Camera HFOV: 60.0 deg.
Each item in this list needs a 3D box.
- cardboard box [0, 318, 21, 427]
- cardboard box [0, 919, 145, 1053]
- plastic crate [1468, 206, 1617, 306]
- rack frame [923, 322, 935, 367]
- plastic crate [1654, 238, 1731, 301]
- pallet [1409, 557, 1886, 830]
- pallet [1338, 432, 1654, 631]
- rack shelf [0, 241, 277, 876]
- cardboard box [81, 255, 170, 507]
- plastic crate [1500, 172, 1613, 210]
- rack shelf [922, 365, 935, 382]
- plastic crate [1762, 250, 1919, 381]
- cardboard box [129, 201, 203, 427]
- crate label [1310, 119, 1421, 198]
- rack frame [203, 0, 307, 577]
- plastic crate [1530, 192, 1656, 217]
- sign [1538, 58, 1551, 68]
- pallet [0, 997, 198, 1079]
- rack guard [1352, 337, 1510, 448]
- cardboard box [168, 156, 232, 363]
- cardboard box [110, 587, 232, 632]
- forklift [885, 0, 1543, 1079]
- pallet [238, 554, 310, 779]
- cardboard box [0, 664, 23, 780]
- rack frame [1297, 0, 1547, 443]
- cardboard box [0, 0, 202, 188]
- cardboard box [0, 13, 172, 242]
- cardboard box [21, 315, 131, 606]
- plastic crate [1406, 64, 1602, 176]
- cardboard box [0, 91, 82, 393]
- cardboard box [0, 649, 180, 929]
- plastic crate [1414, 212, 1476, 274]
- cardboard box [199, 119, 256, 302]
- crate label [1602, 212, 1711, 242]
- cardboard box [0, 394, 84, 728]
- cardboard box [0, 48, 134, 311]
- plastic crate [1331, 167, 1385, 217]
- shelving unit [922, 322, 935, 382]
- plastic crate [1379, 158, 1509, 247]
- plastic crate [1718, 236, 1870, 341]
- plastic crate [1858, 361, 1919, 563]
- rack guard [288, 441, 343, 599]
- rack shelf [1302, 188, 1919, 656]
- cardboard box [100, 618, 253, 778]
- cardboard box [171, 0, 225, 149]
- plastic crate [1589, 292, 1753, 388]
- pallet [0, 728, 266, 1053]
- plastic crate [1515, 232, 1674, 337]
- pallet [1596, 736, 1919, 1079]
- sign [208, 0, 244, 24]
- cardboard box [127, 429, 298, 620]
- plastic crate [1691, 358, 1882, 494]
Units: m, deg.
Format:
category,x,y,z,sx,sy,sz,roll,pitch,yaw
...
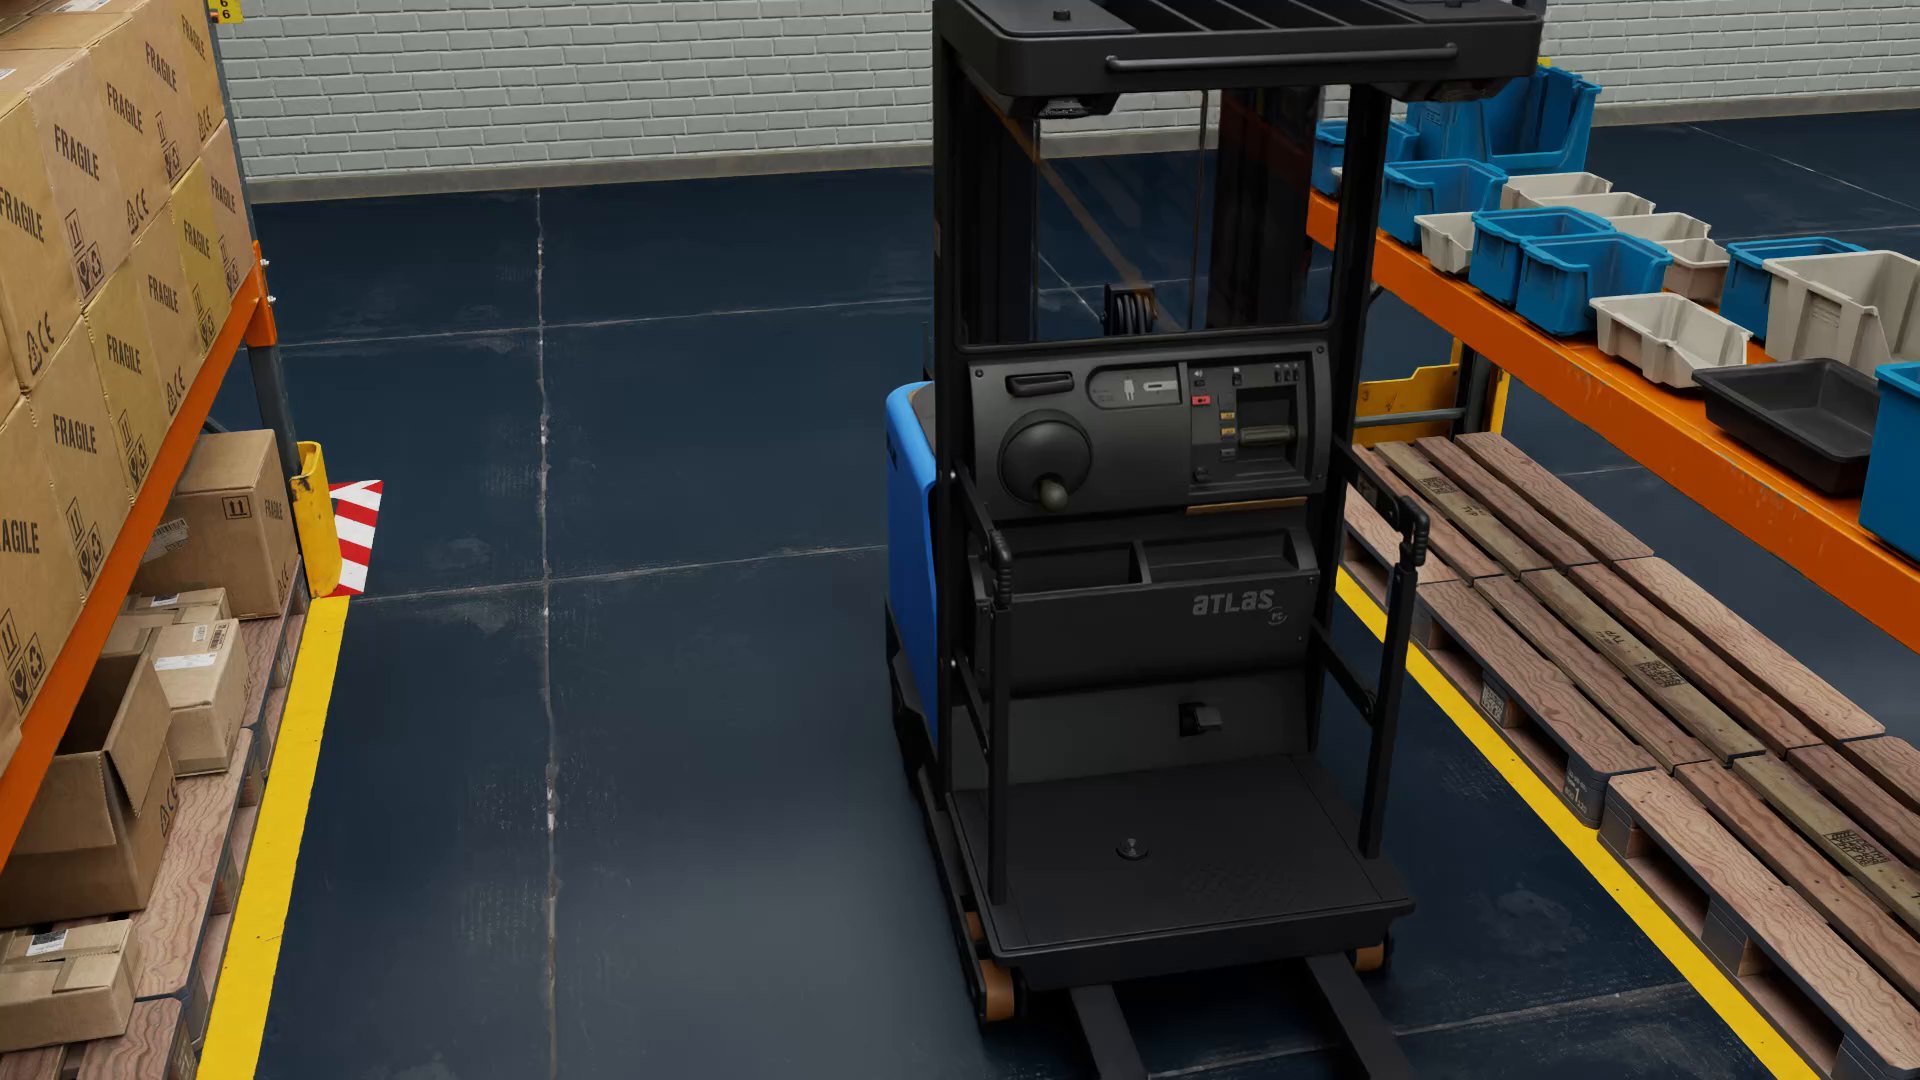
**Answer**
category,x,y,z,sx,sy,sz,roll,pitch,yaw
cardboard box,-2.051,-0.373,2.939,0.500,0.500,0.500,-7,28,-13
cardboard box,-2.190,1.064,3.970,0.380,0.166,0.250,-6,27,-12
plastic crate,1.855,-0.909,5.342,0.416,0.233,0.300,-6,27,-12
rack frame,-0.025,-0.450,6.643,0.240,0.900,0.006,-6,27,-12
plastic crate,2.406,-0.870,5.371,0.298,0.136,0.250,-6,27,-12
pallet,2.243,0.468,5.588,1.003,0.211,1.213,-6,27,-12
pallet,1.971,-0.066,6.647,1.003,0.211,1.213,-6,27,-12
rack shelf,-2.553,0.023,4.173,1.077,0.370,4.000,-6,27,-12
cardboard box,-2.296,-0.383,4.069,0.500,0.500,0.500,-6,27,-12
plastic crate,2.184,-1.247,6.117,0.396,0.136,0.243,-6,27,-12
rack shelf,-0.002,-0.617,6.448,0.258,0.077,0.200,-6,27,-12
plastic crate,2.560,-0.584,4.643,0.437,0.282,0.530,-6,27,-12
cardboard box,-2.410,-0.604,4.508,0.500,0.500,0.500,-6,27,-11
crate label,1.558,-1.487,6.487,0.416,0.233,0.303,-6,27,-12
rack frame,-3.003,-1.176,5.750,1.000,3.000,0.127,-6,27,-12
plastic crate,2.235,-1.118,5.862,0.396,0.136,0.243,-6,27,-12
sign,2.356,-1.813,6.832,0.100,0.325,0.005,-6,27,-12
pallet,-2.256,1.524,3.497,1.003,0.211,1.213,-6,27,-12
rack guard,1.805,-0.570,7.325,1.175,0.500,0.348,-6,27,-12
cardboard box,-2.517,-0.824,4.943,0.500,0.500,0.500,-6,27,-11
cardboard box,-2.637,0.293,5.496,0.380,0.166,0.250,-6,27,-12
forklift,0.527,-0.247,3.986,1.130,2.935,3.031,-5,27,-10
pallet,-2.806,0.453,5.620,1.003,0.211,1.213,-6,27,-12
cardboard box,-1.951,0.284,2.747,0.500,0.500,0.500,-5,27,-10
rack frame,1.823,-1.677,6.744,1.000,3.000,0.127,-6,27,-12
cardboard box,-2.520,-1.278,4.732,0.500,0.500,0.500,-5,27,-10
cardboard box,-2.399,-1.050,4.282,0.500,0.500,0.500,-5,27,-10
cardboard box,-2.180,-0.160,3.627,0.500,0.500,0.500,-6,27,-12
plastic crate,2.081,-1.592,6.469,0.616,0.435,0.499,-6,27,-12
cardboard box,-2.166,-0.598,3.386,0.500,0.500,0.500,-7,28,-13
cardboard box,-2.530,0.674,4.368,0.797,0.503,0.637,-6,27,-12
plastic crate,1.703,-0.997,5.623,0.250,0.136,0.298,-6,27,-12
cardboard box,-2.637,-1.051,5.393,0.500,0.500,0.500,-5,27,-10
crate label,2.321,-0.998,5.624,0.396,0.136,0.243,-6,27,-12
cardboard box,-2.070,0.060,3.192,0.500,0.500,0.500,-5,27,-11
cardboard box,-2.283,-0.825,3.835,0.500,0.500,0.500,-5,27,-10
plastic crate,1.550,-1.295,6.213,0.250,0.136,0.298,-6,27,-12
shelving unit,-0.002,-0.405,6.554,0.258,0.900,0.210,-6,27,-12
plastic crate,1.707,-1.198,5.914,0.416,0.233,0.300,-6,27,-12
plastic crate,2.536,-0.754,5.033,0.416,0.233,0.300,-6,27,-12
plastic crate,2.287,-0.111,3.592,0.392,0.384,0.575,-6,27,-12
rack guard,-2.986,-0.026,6.248,1.175,0.500,0.348,-6,27,-12
rack shelf,2.274,-0.478,5.166,1.077,0.370,4.000,-6,27,-12
cardboard box,-2.456,0.489,5.015,0.500,0.250,0.500,-6,27,-12
cardboard box,-2.635,-1.499,5.171,0.500,0.500,0.500,-6,27,-12
plastic crate,2.040,-0.564,4.765,0.293,0.136,0.466,-6,27,-12
pallet,-2.534,0.987,4.560,1.003,0.211,1.213,-6,27,-12
plastic crate,1.923,-0.778,5.081,0.416,0.233,0.300,-6,27,-12
pallet,2.521,1.005,4.525,1.003,0.211,1.213,-6,27,-12
sign,-2.458,-1.881,5.513,0.100,0.325,0.005,-6,27,-12
cardboard box,-2.641,-0.043,5.791,0.500,0.500,0.500,-6,27,-12
plastic crate,2.211,-0.289,4.233,0.437,0.125,0.590,-6,27,-12
